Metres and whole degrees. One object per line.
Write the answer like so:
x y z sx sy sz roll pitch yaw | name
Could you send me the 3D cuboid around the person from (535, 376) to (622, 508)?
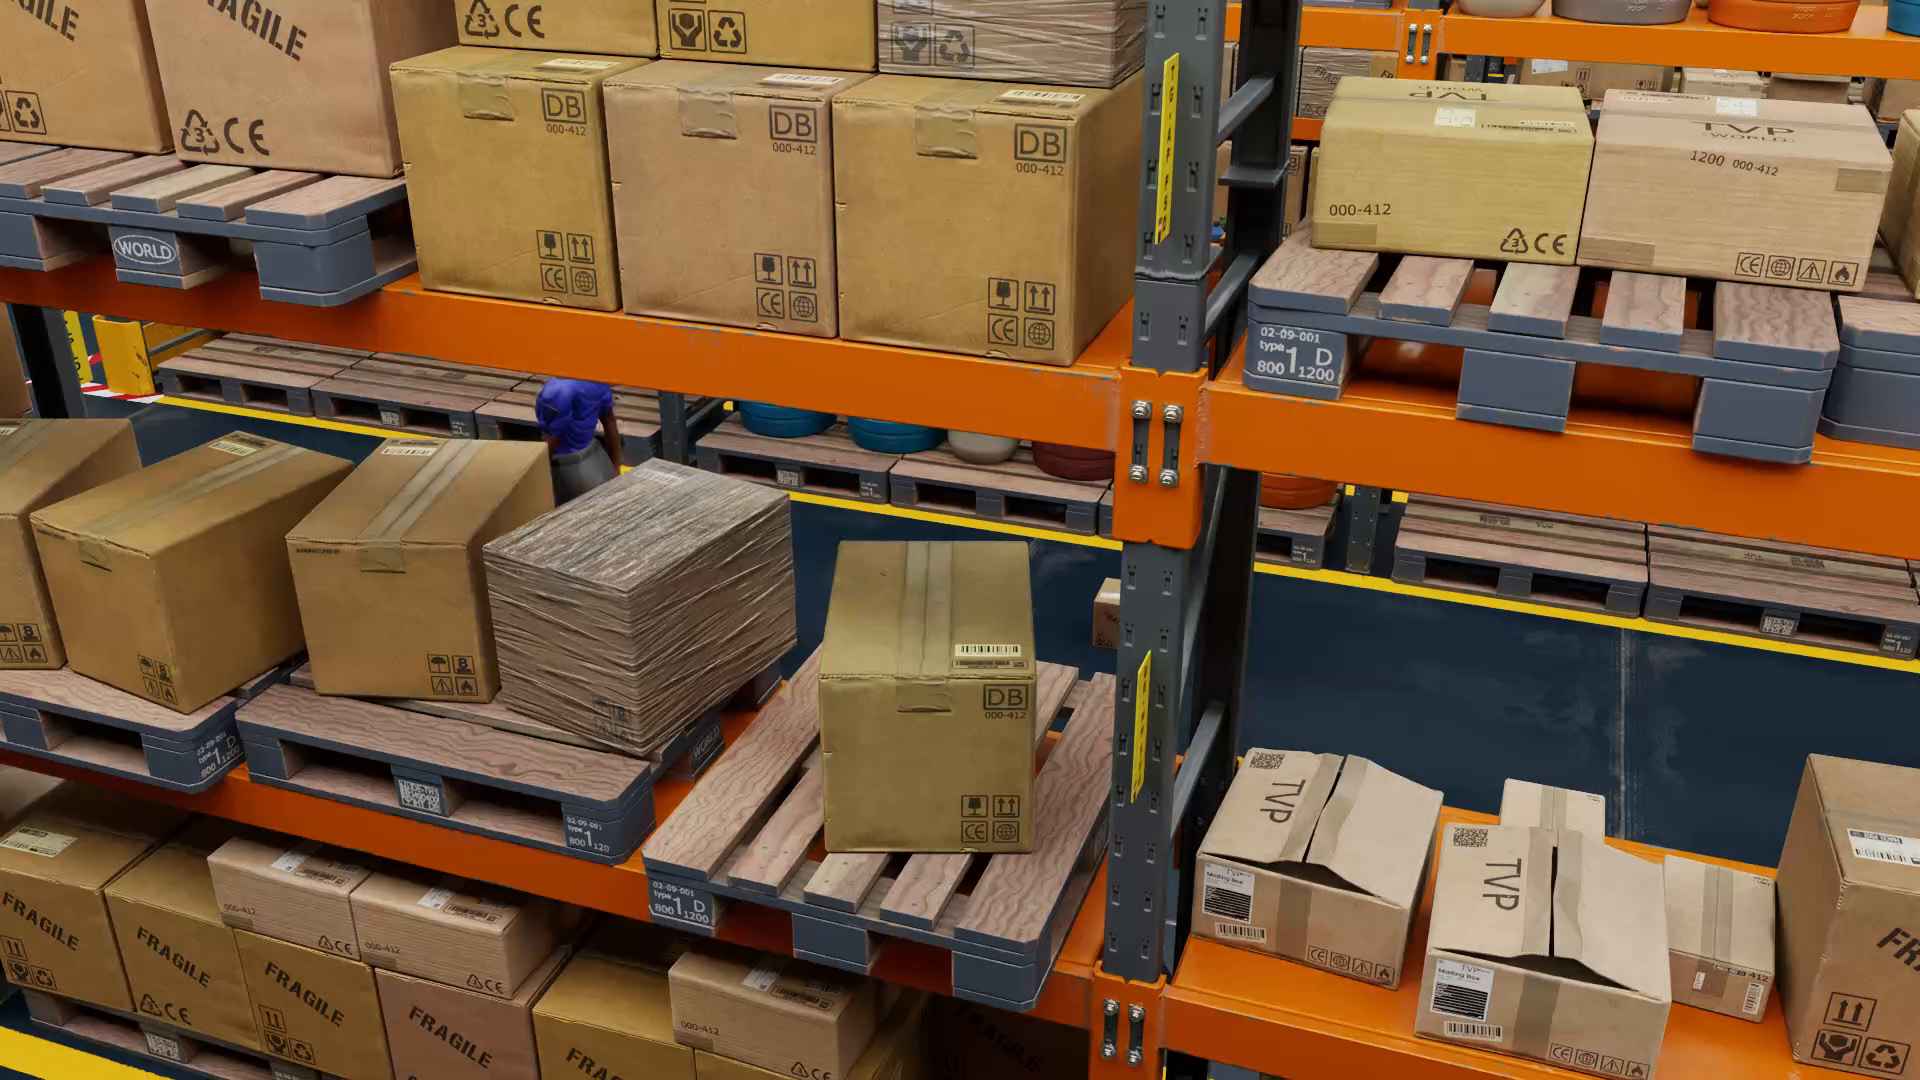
-1.804 -0.306 7.727 1.017 1.596 0.452 4 26 8 | person
